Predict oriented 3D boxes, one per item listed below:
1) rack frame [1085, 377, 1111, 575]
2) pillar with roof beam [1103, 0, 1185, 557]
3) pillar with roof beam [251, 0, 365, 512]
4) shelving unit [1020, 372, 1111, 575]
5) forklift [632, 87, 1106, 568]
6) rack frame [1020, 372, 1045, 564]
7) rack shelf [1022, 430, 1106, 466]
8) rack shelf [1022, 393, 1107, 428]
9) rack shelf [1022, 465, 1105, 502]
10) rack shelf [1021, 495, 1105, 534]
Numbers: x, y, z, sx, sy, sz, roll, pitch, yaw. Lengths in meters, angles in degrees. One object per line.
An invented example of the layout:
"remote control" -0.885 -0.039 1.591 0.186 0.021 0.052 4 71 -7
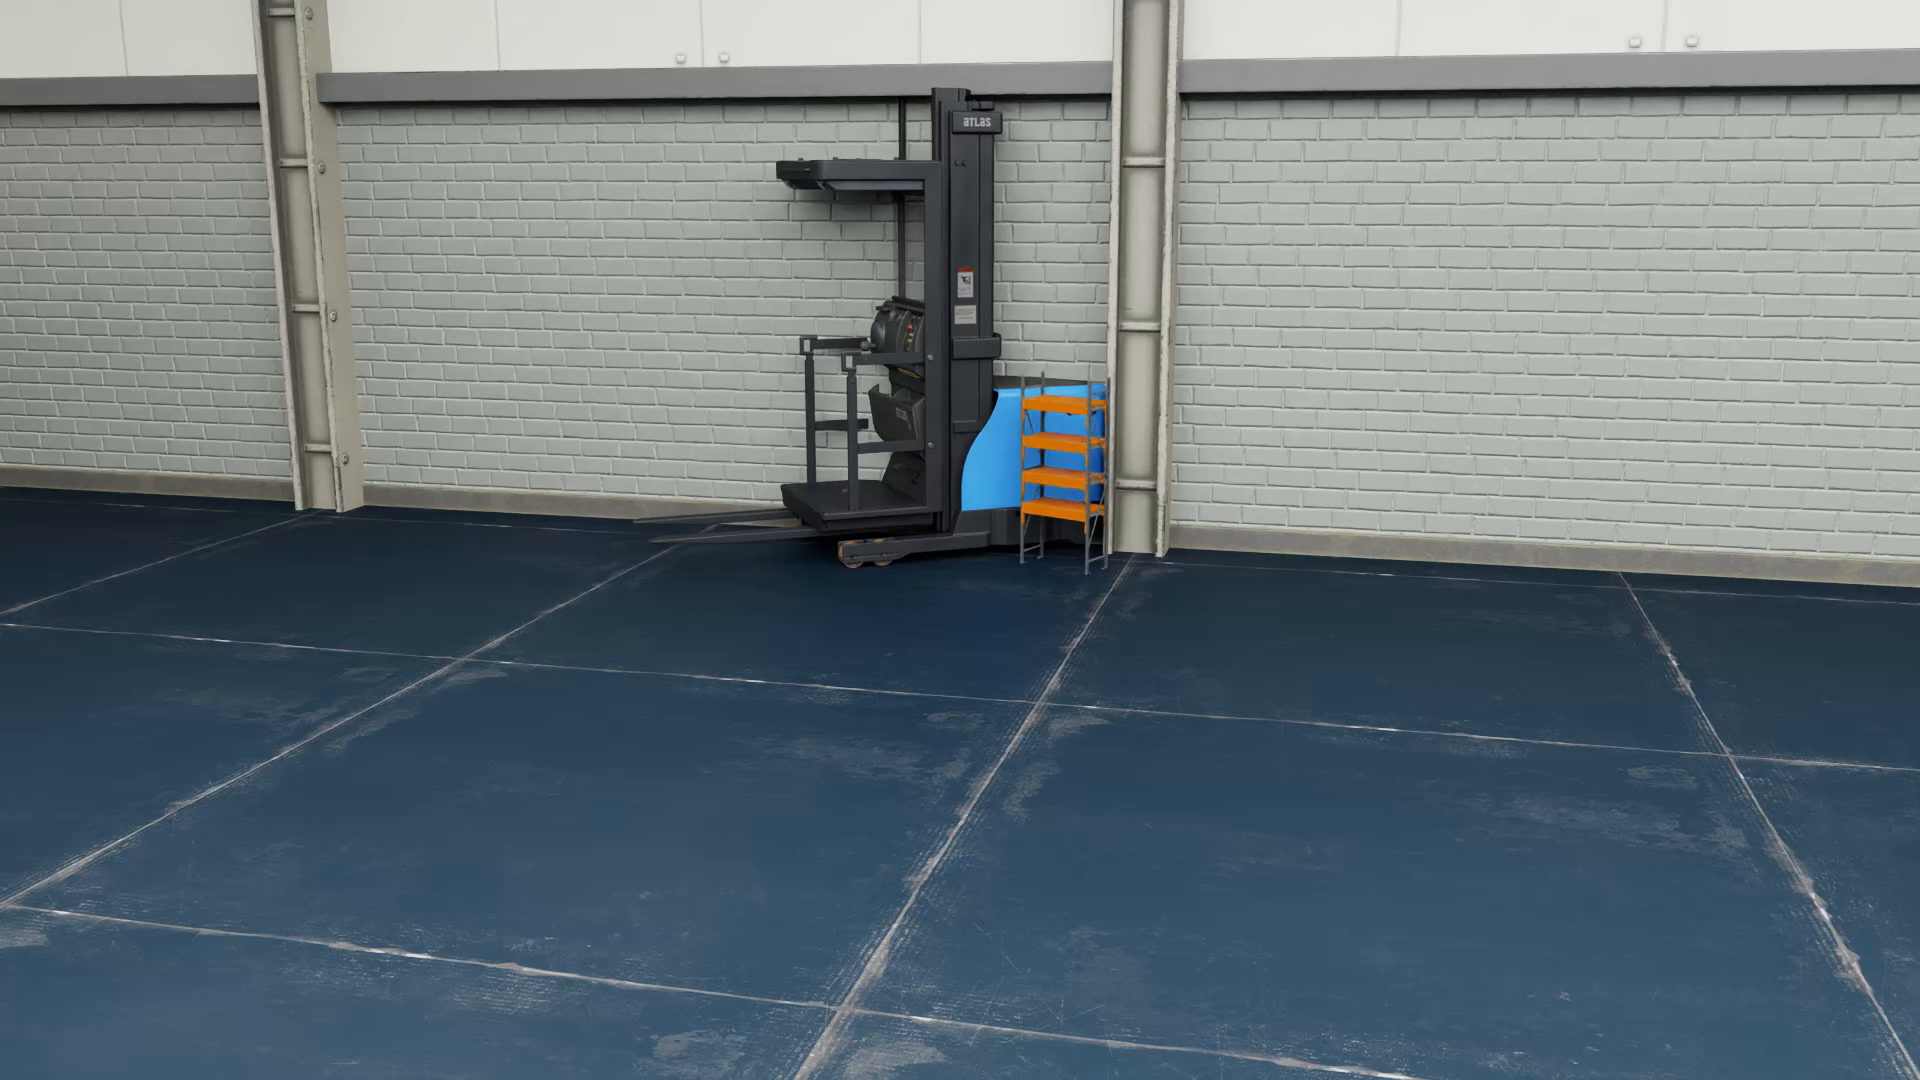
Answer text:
"rack frame" 0.847 -0.389 10.214 0.015 1.200 0.240 9 16 36
"pillar with roof beam" 0.129 -3.421 5.878 0.400 9.000 9.100 3 13 14
"pillar with roof beam" -5.697 -3.733 7.282 0.400 9.000 9.100 3 13 14
"shelving unit" 0.652 -0.421 10.358 0.503 1.200 0.258 9 16 36
"forklift" -0.589 -1.384 10.704 3.031 2.935 1.130 -5 13 -20
"rack frame" 0.457 -0.453 10.502 0.015 1.200 0.240 9 16 36
"rack shelf" 0.651 -0.574 10.323 0.480 0.148 0.258 9 16 36
"rack shelf" 0.650 -0.804 10.271 0.480 0.148 0.258 9 16 36
"rack shelf" 0.652 -0.356 10.373 0.480 0.148 0.258 9 16 36
"rack shelf" 0.653 -0.162 10.417 0.480 0.148 0.258 9 16 36
